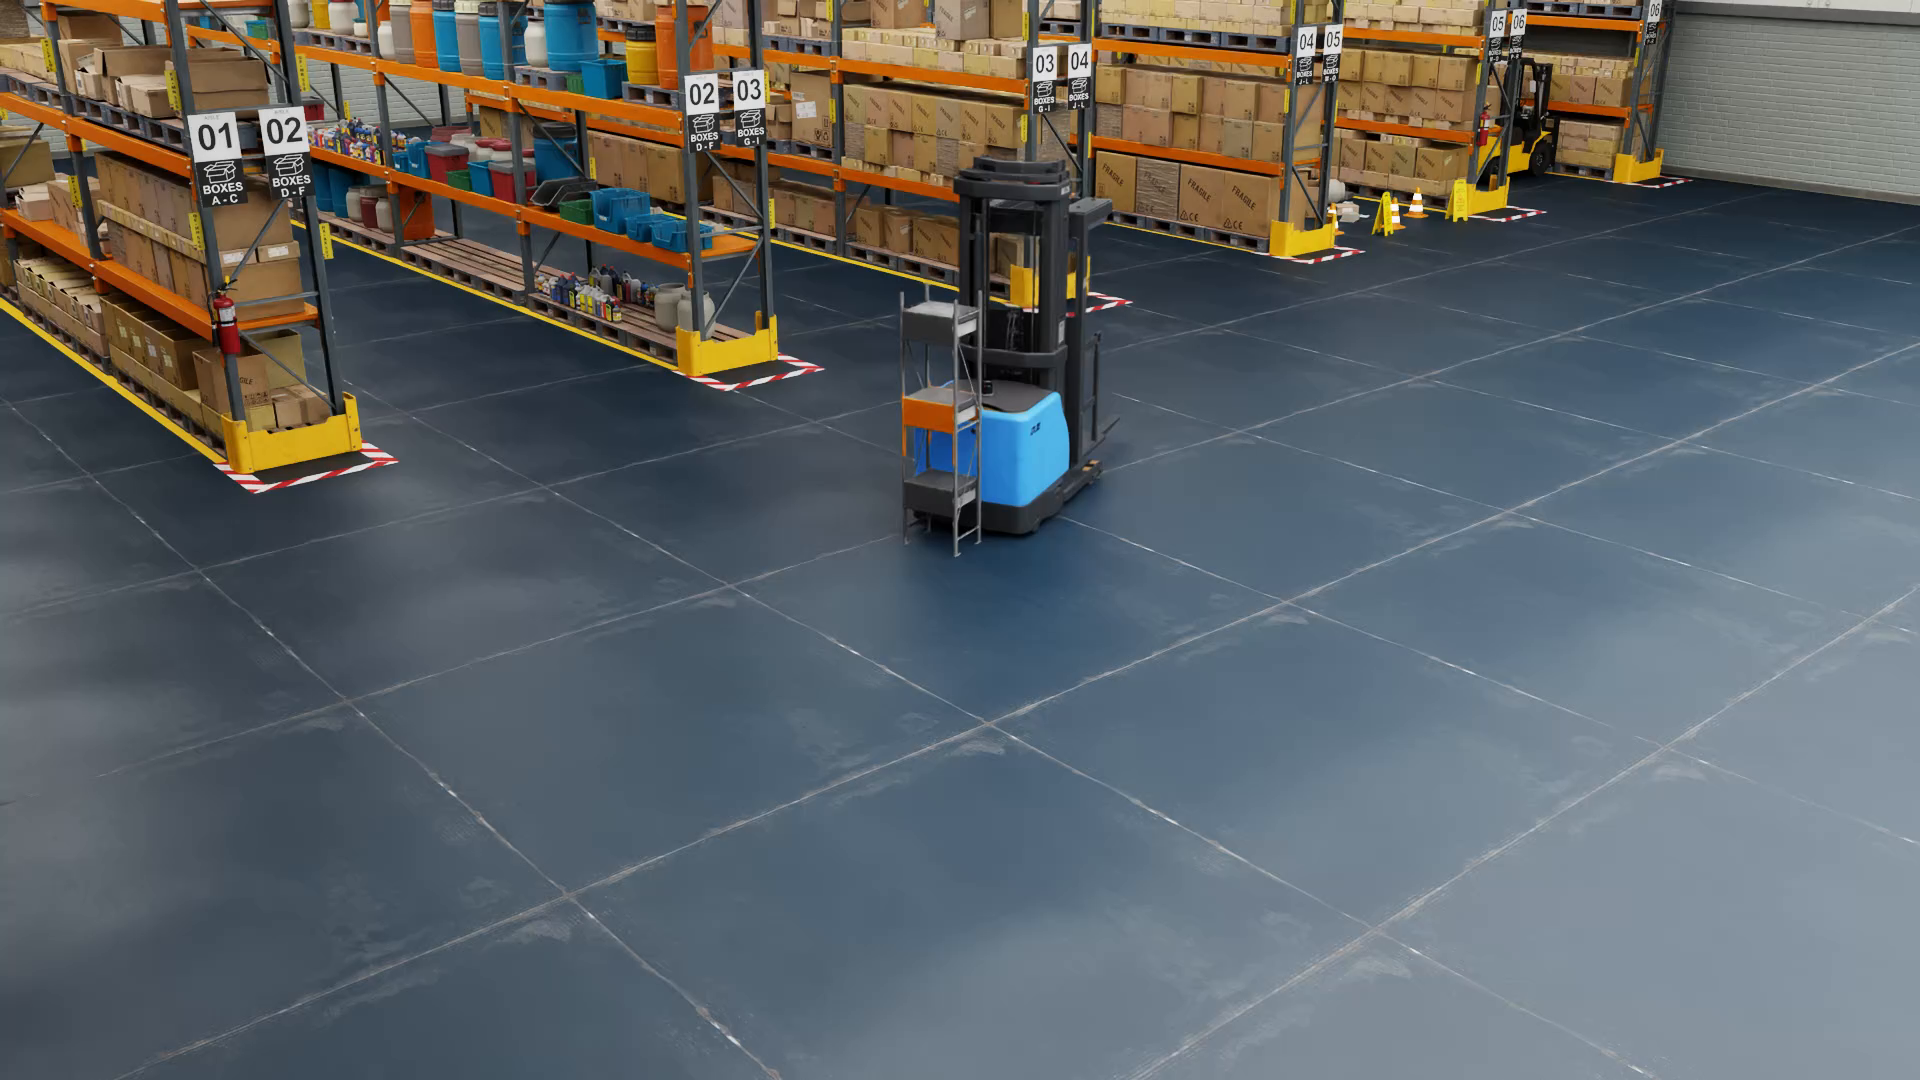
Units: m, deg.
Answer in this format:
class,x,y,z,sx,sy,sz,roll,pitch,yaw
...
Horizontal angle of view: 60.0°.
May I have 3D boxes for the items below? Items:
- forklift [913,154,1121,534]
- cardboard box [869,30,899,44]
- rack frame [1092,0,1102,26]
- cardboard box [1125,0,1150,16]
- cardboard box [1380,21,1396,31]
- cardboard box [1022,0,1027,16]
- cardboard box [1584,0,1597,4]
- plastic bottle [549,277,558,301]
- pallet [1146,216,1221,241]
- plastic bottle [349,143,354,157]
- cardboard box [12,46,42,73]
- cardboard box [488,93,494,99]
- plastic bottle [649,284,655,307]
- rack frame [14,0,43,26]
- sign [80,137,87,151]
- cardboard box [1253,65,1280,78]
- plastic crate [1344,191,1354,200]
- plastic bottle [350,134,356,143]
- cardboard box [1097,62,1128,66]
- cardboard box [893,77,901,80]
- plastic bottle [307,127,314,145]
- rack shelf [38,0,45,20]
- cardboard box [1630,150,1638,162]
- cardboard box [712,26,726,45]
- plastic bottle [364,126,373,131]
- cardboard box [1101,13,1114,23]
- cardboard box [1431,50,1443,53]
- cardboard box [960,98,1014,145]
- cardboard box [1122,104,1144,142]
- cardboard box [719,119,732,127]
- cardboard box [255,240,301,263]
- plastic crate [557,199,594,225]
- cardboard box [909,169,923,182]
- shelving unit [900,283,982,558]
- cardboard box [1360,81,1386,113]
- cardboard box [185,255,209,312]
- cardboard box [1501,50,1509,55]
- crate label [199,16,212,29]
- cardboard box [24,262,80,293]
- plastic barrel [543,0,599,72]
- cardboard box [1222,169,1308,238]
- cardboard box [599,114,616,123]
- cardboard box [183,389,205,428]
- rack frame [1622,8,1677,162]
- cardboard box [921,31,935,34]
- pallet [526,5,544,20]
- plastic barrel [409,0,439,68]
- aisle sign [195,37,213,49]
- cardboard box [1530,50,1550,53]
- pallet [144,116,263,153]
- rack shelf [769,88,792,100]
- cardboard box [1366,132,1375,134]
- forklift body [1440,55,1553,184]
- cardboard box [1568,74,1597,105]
class,x,y,z,sx,sy,sz,roll,pitch,yaw
forklift,0.656,-1.916,14.582,1.130,2.935,3.031,9,23,22
cardboard box,-1.016,-6.860,22.657,0.380,0.149,0.250,-17,27,-37
rack frame,2.442,-9.594,25.867,1.000,3.000,0.127,-17,27,-37
cardboard box,2.880,-8.167,25.422,0.500,0.250,0.500,-18,28,-38
cardboard box,7.256,-8.627,27.856,0.380,0.149,0.250,-18,28,-38
cardboard box,1.131,-8.830,27.438,0.500,0.311,0.500,-19,28,-39
cardboard box,11.559,-9.888,30.200,0.396,0.266,0.258,-17,27,-37
plastic bottle,-5.026,-3.130,20.721,0.152,0.276,0.135,-16,27,-36
pallet,3.680,-4.936,26.024,1.003,0.211,1.213,-17,27,-37
plastic bottle,-8.989,-5.780,24.627,0.097,0.201,0.097,0,21,0
cardboard box,-10.805,-5.666,19.580,0.500,0.250,0.500,-17,27,-36
cardboard box,-8.725,-8.457,31.533,0.380,0.149,0.250,-18,28,-38
plastic bottle,-3.759,-2.996,20.383,0.097,0.271,0.097,0,21,0
rack frame,-11.499,-7.189,19.726,1.000,3.000,0.127,-17,27,-37
sign,-11.081,-5.068,20.949,0.100,0.325,0.005,-17,27,-37
cardboard box,5.651,-8.461,30.078,0.500,0.500,0.500,-18,28,-38
plastic crate,6.530,-6.019,28.967,0.583,0.080,0.402,12,24,27
plastic bottle,-9.089,-5.931,24.900,0.061,0.283,0.133,-17,27,-37
cardboard box,3.007,-9.349,32.985,0.500,0.250,0.500,-18,27,-38
cardboard box,-0.998,-8.358,29.889,0.380,0.149,0.250,-18,28,-38
plastic bottle,-10.048,-6.261,25.759,0.097,0.271,0.097,0,21,0
rack shelf,-10.194,-6.116,18.520,1.077,0.370,4.000,-17,27,-37
cardboard box,12.323,-7.182,31.129,0.500,0.250,0.500,-17,27,-37
cardboard box,-3.544,-7.748,25.471,0.500,0.250,0.500,-17,27,-36
plastic bottle,-9.198,-6.312,25.883,0.152,0.276,0.135,-17,27,-37
cardboard box,2.422,-8.141,25.901,0.380,0.149,0.250,-18,28,-38
cardboard box,9.682,-9.773,33.523,0.380,0.149,0.250,-19,28,-39
cardboard box,0.353,-5.423,21.528,0.500,0.500,0.500,-17,27,-37
cardboard box,3.068,-6.625,26.306,0.875,0.550,0.550,-17,27,-37
cardboard box,-3.609,-6.856,26.387,0.500,0.500,0.500,18,28,39
cardboard box,-6.370,-2.694,15.448,0.380,0.149,0.250,-18,27,-38
plastic crate,-4.461,-3.928,19.916,0.450,0.188,0.662,-17,27,-37
cardboard box,-0.480,-4.989,22.679,0.380,0.149,0.250,-17,27,-37
shelving unit,-0.148,-0.944,13.241,0.503,2.100,0.431,12,25,29
cardboard box,7.210,-7.594,28.442,0.500,0.500,0.500,-17,27,-37
cardboard box,-6.919,-2.508,15.864,0.700,0.500,0.500,-17,27,-36
cardboard box,10.370,-9.304,31.916,0.380,0.149,0.250,-17,27,-36
crate label,-12.609,-8.780,28.105,0.408,0.251,0.502,-17,27,-37
cardboard box,-11.031,-3.215,20.230,0.500,0.311,0.500,-18,28,-39
plastic barrel,-4.565,-5.994,19.525,0.600,0.901,0.708,-17,27,-37
cardboard box,4.561,-5.074,24.888,0.875,0.875,0.875,-17,27,-37
cardboard box,-5.837,-7.441,28.458,0.500,0.500,0.500,-18,28,-39
cardboard box,-7.187,-1.314,16.146,0.500,0.250,0.500,-17,27,-37
rack frame,12.495,-8.085,30.238,1.000,3.000,0.127,-17,27,-37
cardboard box,-0.303,-6.836,22.597,0.380,0.149,0.250,-16,27,-35
pallet,-7.129,-9.442,29.713,1.003,0.211,1.213,-17,27,-37
plastic barrel,-6.946,-6.711,22.031,0.600,0.830,0.708,-17,27,-37
aisle sign,-13.238,-8.944,28.868,0.394,0.787,0.004,-17,27,-37
cardboard box,11.133,-9.299,31.905,0.380,0.149,0.250,-18,28,-38
pallet,-6.719,-3.743,15.161,1.003,0.211,1.213,-17,27,-37
rack shelf,-4.085,-9.229,34.146,1.077,0.370,4.000,-17,27,-37
cardboard box,7.049,-7.032,29.717,0.500,0.500,0.500,-17,27,-36
forklift body,9.875,-7.779,30.622,2.313,2.155,1.214,-17,27,-37
cardboard box,11.643,-8.350,30.779,0.500,0.500,0.500,-16,27,-36
